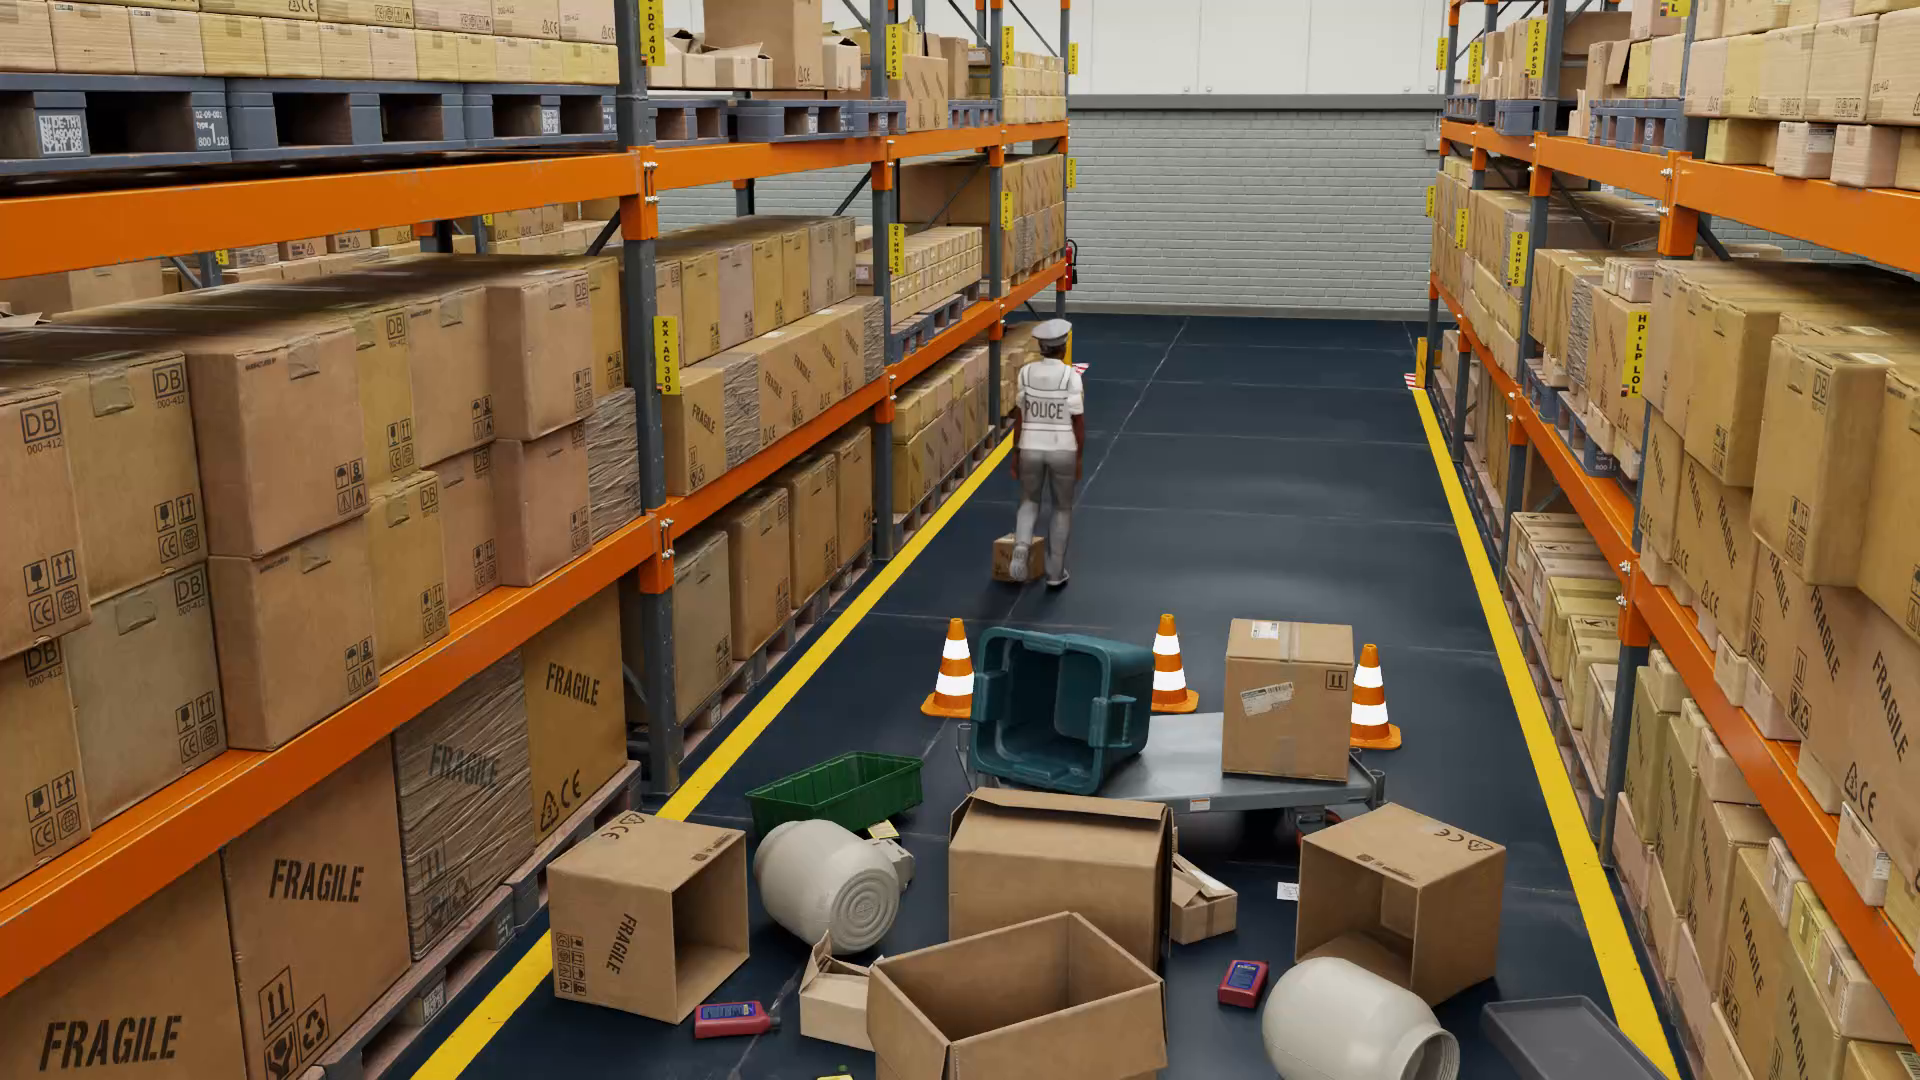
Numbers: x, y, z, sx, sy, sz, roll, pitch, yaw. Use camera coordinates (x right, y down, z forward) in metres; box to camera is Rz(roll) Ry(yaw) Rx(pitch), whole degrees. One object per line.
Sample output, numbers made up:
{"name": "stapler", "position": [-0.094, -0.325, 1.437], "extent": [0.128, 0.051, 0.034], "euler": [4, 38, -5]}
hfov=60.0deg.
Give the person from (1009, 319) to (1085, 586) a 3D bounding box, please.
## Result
{"name": "person", "position": [0.526, -0.523, 10.372], "extent": [0.475, 1.673, 0.502], "euler": [5, 16, 19]}
